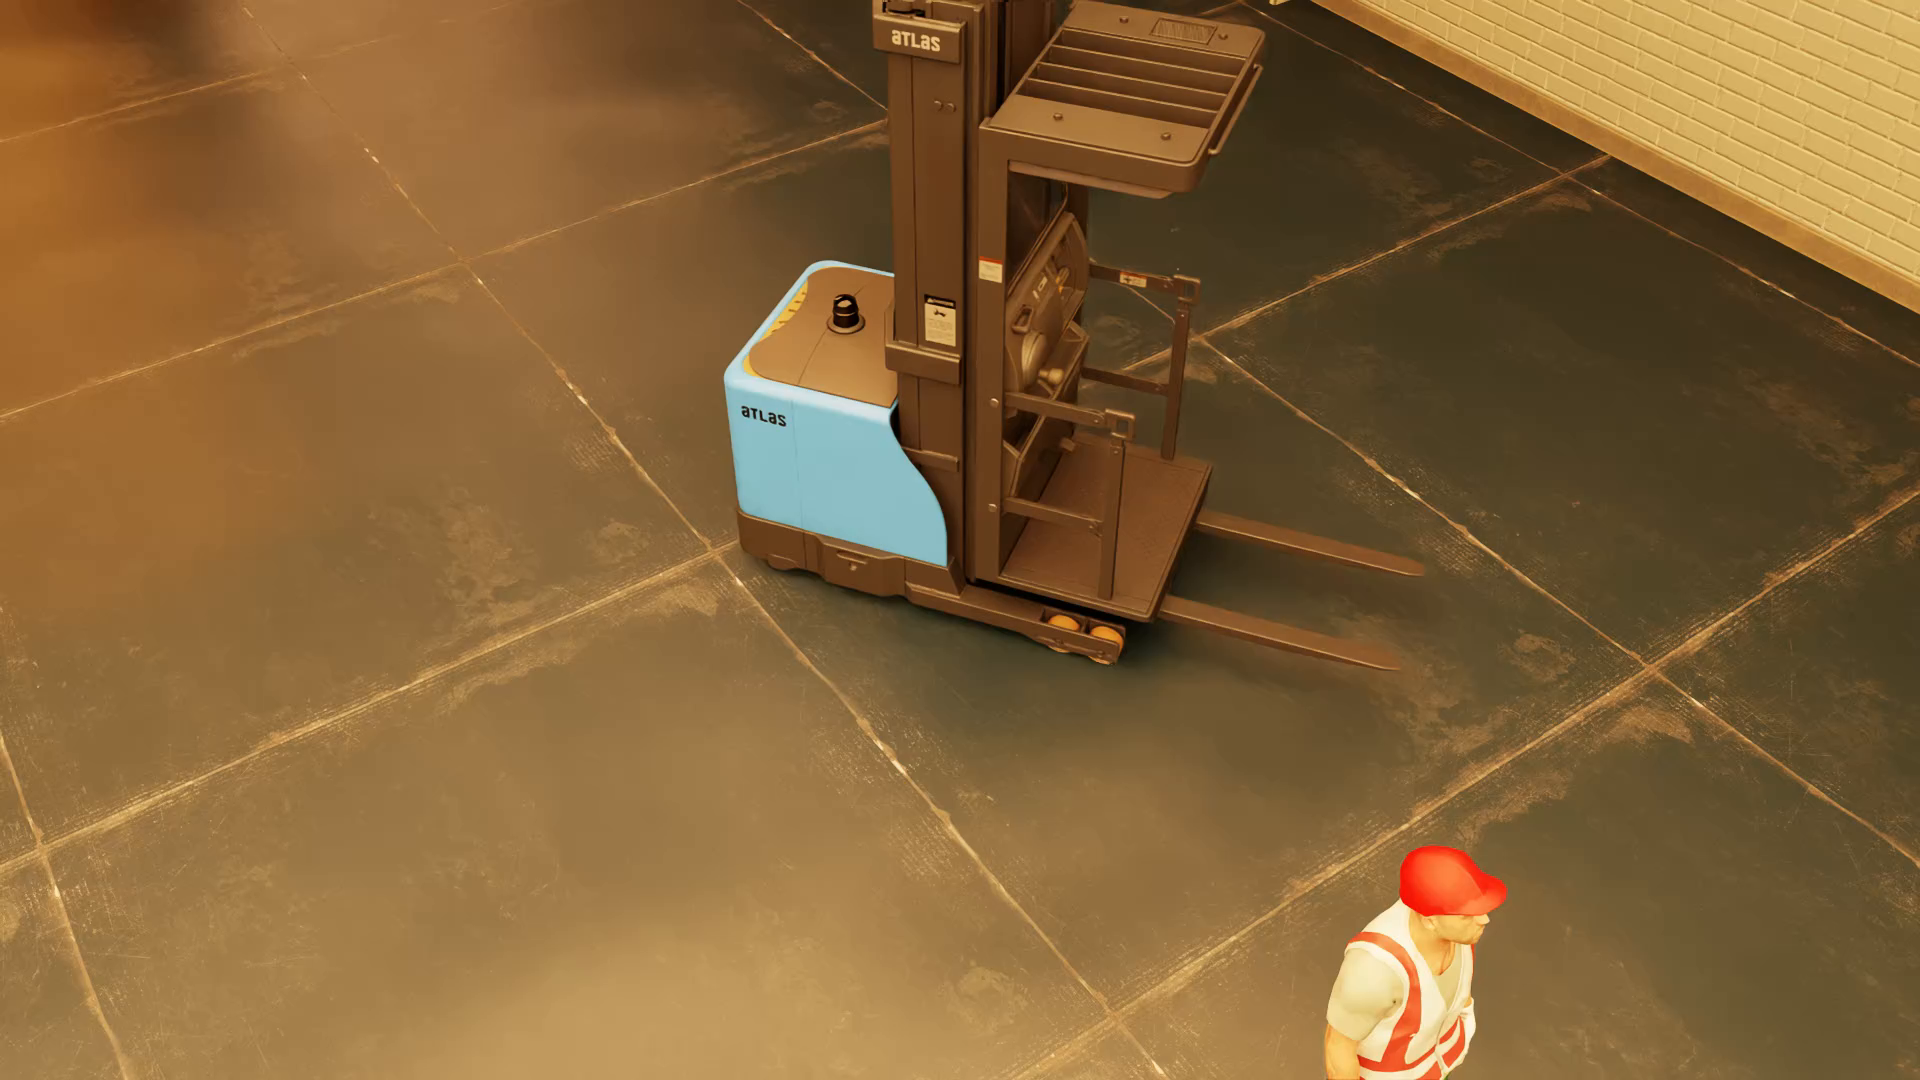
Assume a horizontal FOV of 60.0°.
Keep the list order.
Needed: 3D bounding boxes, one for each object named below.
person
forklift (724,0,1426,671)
[{"bbox_3d":[1.337,1.574,4.839,0.638,1.787,0.564,-33,52,-30],"label":"person"},{"bbox_3d":[0.545,-0.946,6.742,3.031,2.935,1.130,14,45,15],"label":"forklift"}]
